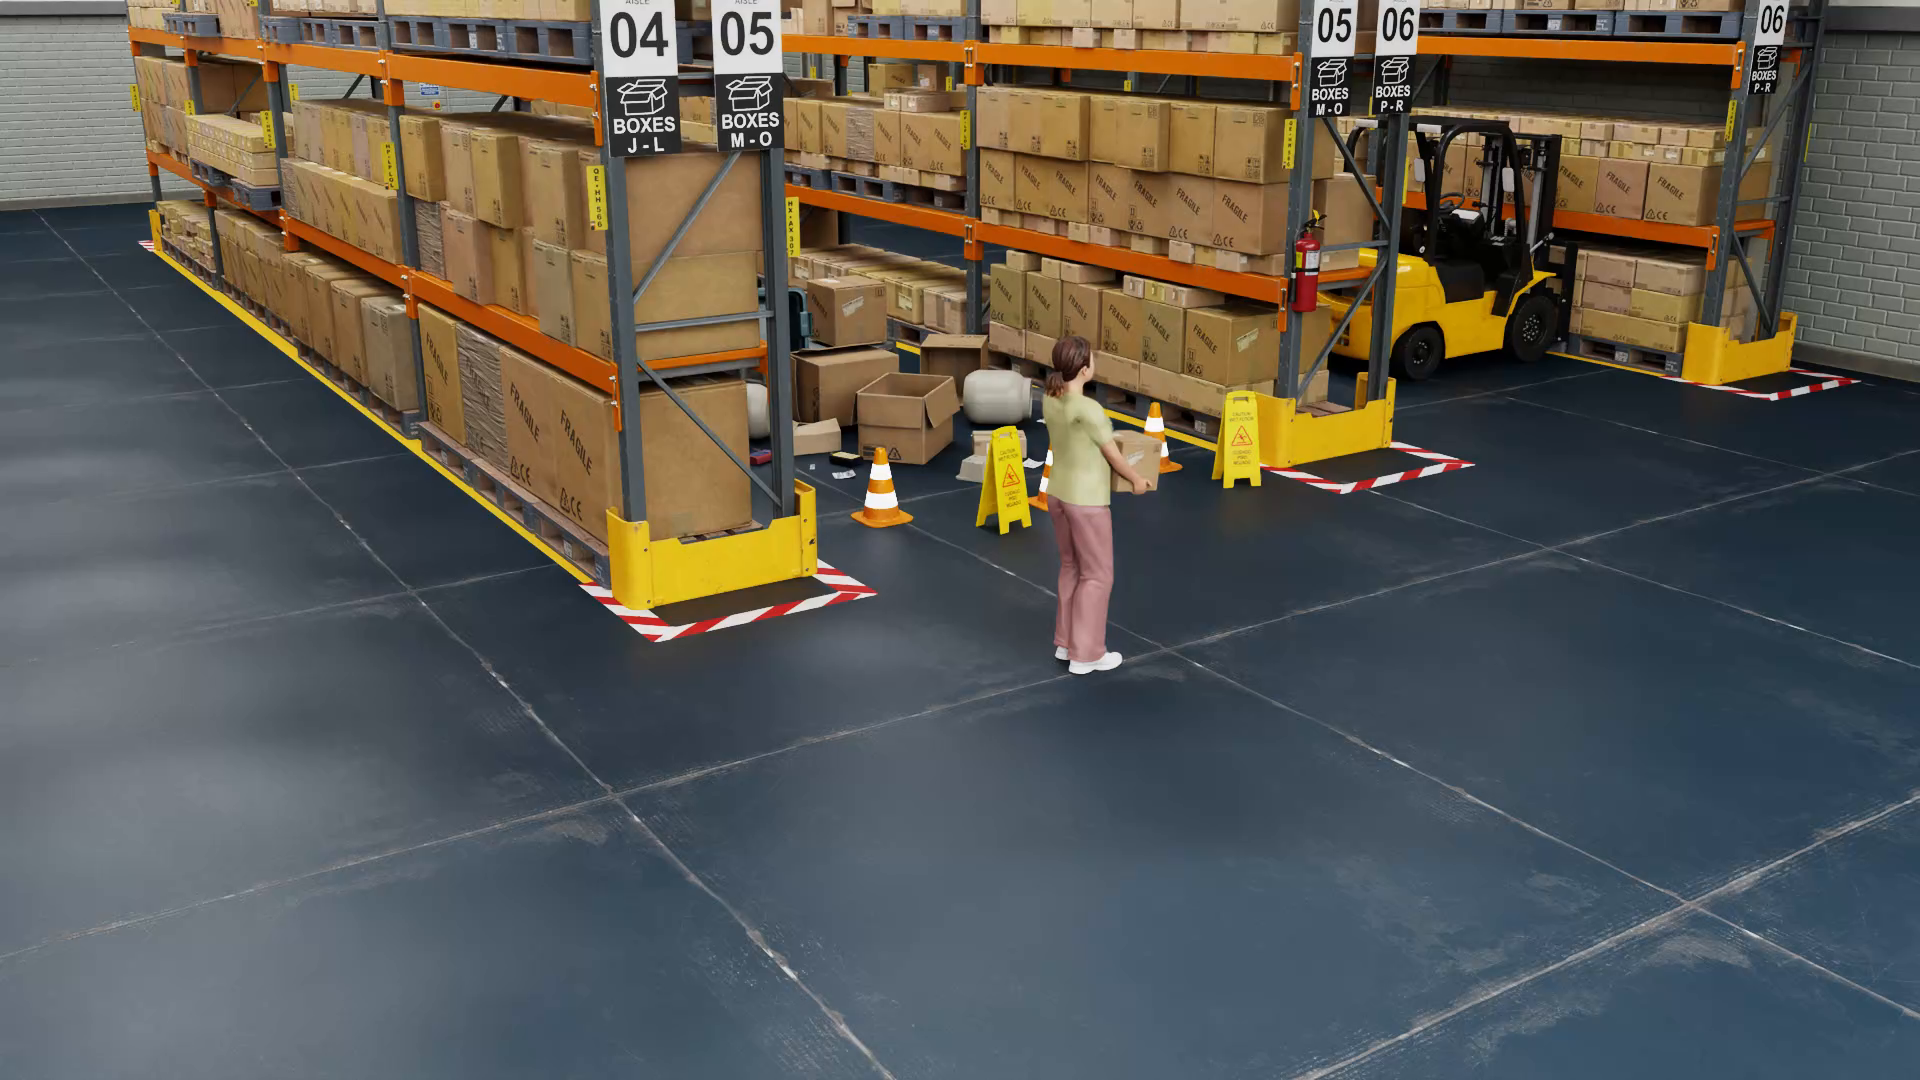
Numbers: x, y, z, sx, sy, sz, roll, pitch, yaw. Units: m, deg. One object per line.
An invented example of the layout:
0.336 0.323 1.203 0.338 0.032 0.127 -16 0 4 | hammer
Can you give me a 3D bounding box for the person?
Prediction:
0.645 -0.160 8.155 0.530 1.611 0.426 -11 21 -31 | person
